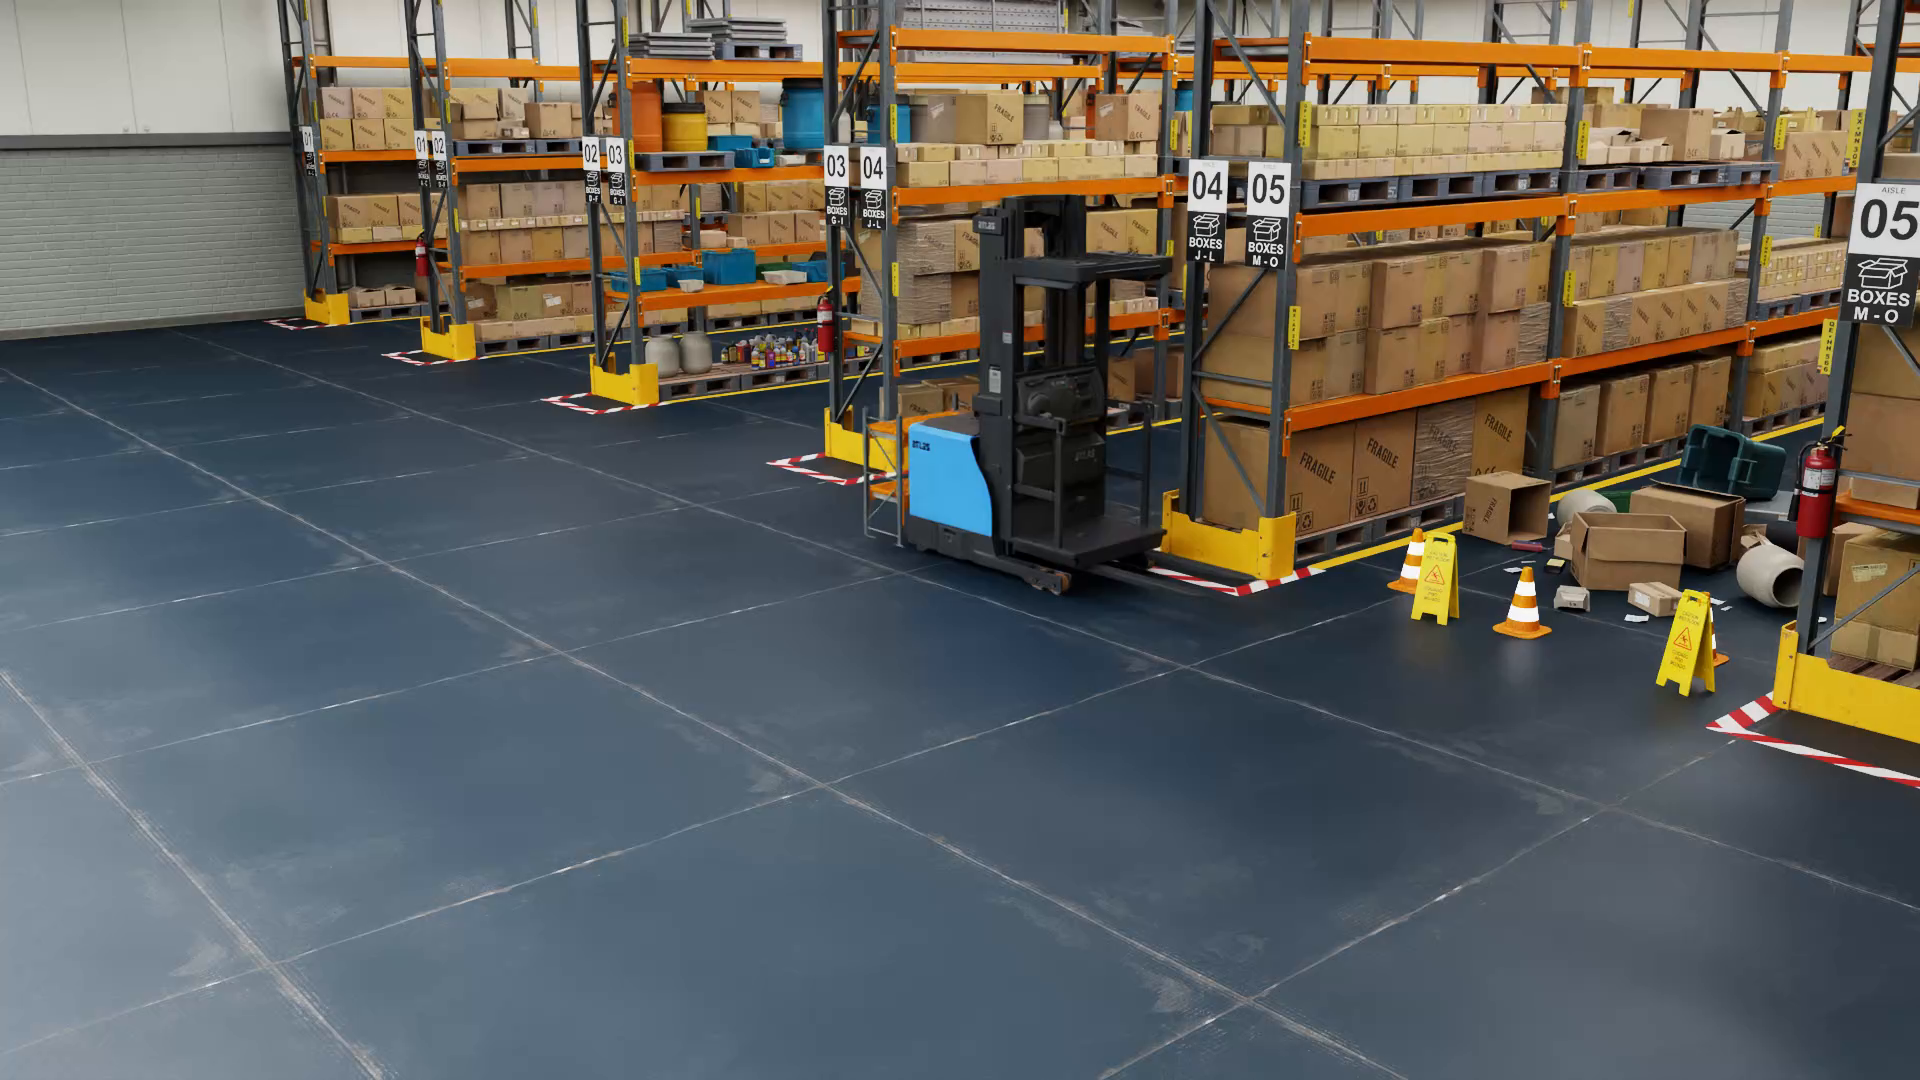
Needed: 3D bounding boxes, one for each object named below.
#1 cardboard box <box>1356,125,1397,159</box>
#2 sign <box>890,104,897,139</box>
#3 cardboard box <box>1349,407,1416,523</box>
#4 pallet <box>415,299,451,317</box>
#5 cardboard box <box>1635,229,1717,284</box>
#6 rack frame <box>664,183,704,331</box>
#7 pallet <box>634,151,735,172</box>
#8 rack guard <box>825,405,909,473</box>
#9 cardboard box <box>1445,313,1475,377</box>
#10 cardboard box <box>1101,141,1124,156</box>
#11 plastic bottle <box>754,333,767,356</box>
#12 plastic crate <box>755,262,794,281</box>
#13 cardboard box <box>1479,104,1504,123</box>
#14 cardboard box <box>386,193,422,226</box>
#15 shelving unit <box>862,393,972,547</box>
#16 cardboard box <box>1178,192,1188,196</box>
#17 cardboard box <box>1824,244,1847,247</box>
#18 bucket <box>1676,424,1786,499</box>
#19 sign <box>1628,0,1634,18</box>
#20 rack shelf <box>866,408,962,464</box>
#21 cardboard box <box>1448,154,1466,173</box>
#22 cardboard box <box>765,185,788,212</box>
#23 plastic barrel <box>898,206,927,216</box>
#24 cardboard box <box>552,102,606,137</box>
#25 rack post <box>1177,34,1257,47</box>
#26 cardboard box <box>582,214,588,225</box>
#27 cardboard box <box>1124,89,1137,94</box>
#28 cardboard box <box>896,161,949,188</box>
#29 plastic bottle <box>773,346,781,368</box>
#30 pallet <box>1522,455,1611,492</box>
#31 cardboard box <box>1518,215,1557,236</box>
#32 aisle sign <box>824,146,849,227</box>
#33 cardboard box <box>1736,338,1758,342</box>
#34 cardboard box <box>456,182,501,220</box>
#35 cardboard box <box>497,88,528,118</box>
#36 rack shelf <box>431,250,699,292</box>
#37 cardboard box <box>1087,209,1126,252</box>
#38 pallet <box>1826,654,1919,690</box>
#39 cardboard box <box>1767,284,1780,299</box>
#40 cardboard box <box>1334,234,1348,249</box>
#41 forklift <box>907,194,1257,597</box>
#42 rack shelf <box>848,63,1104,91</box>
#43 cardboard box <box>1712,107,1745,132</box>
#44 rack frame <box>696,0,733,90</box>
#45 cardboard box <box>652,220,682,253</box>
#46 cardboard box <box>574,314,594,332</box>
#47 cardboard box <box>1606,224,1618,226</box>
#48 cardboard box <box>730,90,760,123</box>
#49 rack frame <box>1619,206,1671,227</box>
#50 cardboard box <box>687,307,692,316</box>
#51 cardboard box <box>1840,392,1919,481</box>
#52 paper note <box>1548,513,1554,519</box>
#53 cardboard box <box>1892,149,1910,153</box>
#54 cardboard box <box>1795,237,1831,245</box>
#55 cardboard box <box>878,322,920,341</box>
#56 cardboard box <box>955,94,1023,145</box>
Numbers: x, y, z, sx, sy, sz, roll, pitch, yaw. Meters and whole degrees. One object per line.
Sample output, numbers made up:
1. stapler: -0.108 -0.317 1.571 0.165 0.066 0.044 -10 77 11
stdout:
1. cardboard box: 3.099 -3.159 13.159 0.500 0.250 0.500 -13 20 -40
2. sign: -0.639 -4.018 15.974 0.005 0.325 0.100 -13 19 -39
3. cardboard box: 3.315 -0.723 14.448 0.875 0.875 0.875 -13 20 -40
4. pallet: -9.137 -4.147 29.367 1.213 0.211 1.003 -13 19 -39
5. cardboard box: 7.494 -2.996 17.523 0.500 0.500 0.700 -13 20 -40
6. rack frame: -4.478 -4.859 26.628 0.127 3.000 1.000 -13 19 -39
7. pallet: -3.558 -4.696 20.570 1.213 0.211 1.003 -13 19 -39
8. rack guard: -0.938 -1.057 17.240 0.348 0.500 1.175 -13 19 -39
9. cardboard box: 4.047 -1.789 14.843 0.550 0.550 0.875 -13 19 -39
10. cardboard box: 1.573 -4.301 18.245 0.250 0.149 0.380 -14 20 -42
11. plastic bottle: -2.714 -2.635 22.584 0.185 0.351 0.144 -12 19 -37
12. plastic crate: -2.438 -3.617 22.388 0.662 0.188 0.450 -13 19 -39
13. cardboard box: 4.371 -3.616 14.095 0.250 0.149 0.380 -13 19 -39
14. cardboard box: -9.419 -5.635 28.333 0.500 0.500 0.500 -13 20 -41
15. shelving unit: -0.270 -0.622 14.398 1.048 1.125 0.538 -13 20 -40
16. cardboard box: 4.415 -6.811 33.744 0.500 0.500 0.500 -12 19 -38
17. cardboard box: 10.466 -3.432 19.805 0.250 0.149 0.380 -13 20 -40
18. bucket: 6.613 -0.628 14.187 0.620 0.611 0.726 5 12 -23
19. sign: 10.715 -8.498 26.510 0.005 0.325 0.100 -13 19 -39
20. rack shelf: -0.270 -0.905 14.323 1.000 0.278 0.538 -13 20 -40
21. cardboard box: 3.986 -3.143 13.873 0.250 0.149 0.380 -13 20 -40
22. cardboard box: -3.779 -6.821 33.166 0.500 0.500 0.500 -12 19 -38
23. plastic barrel: -0.739 -4.143 22.975 0.708 0.901 0.600 -13 19 -39
24. cardboard box: -5.803 -6.374 25.203 0.637 0.503 0.797 -10 18 -33
25. rack post: 4.150 -7.975 26.814 0.954 0.300 0.937 -13 20 -40
26. cardboard box: -5.700 -4.873 25.228 0.250 0.149 0.380 -12 19 -38
27. cardboard box: 3.020 -8.542 32.473 0.500 0.500 0.700 -13 19 -39
28. cardboard box: -0.462 -3.660 16.619 0.500 0.250 0.500 -12 19 -38
29. plastic bottle: -2.416 -2.415 21.915 0.097 0.271 0.097 0 15 0
30. pallet: 5.734 -0.745 16.631 1.213 0.211 1.003 -13 19 -39
31. cardboard box: 8.586 -4.750 24.481 0.500 0.500 0.500 -13 19 -39
32. aisle sign: -1.239 -3.556 16.713 0.004 0.787 0.394 -13 19 -39
33. cardboard box: 8.937 -2.237 19.389 0.500 0.250 0.500 -12 19 -39
34. cardboard box: -7.095 -4.942 24.232 0.500 0.500 0.700 -13 19 -39
35. cardboard box: -7.932 -7.675 29.190 0.500 0.500 0.500 14 20 42
36. rack shelf: -5.987 -4.173 25.453 4.000 0.370 1.077 -13 19 -39
37. cardboard box: 1.487 -3.390 18.422 0.500 0.500 0.500 -13 19 -39
38. pallet: 6.203 0.881 10.544 1.213 0.211 1.003 -13 19 -39
39. cardboard box: 8.892 -2.788 18.549 0.250 0.149 0.380 -11 19 -37
40. cardboard box: 4.659 -3.759 21.504 0.500 0.500 0.500 13 20 40
41. forklift: 0.929 -1.147 12.864 1.130 2.935 3.031 -13 20 -41
42. rack shelf: 0.280 -6.590 23.655 4.000 0.370 1.077 -13 19 -39
43. cardboard box: 8.354 -4.611 18.211 0.258 0.266 0.396 -13 19 -39
44. rack frame: -4.715 -9.399 31.999 0.127 3.000 1.000 -13 19 -39
45. cardboard box: -4.808 -4.831 26.330 0.500 0.500 0.700 -13 20 -41
46. cardboard box: -5.812 -3.357 25.520 0.500 0.250 0.500 -13 19 -39
47. cardboard box: 10.148 -4.916 26.555 0.500 0.250 0.500 -13 20 -40
48. cardboard box: -3.572 -6.999 26.850 0.500 0.500 0.500 -10 18 -34
49. rack frame: 11.075 -4.963 27.017 0.127 3.000 1.000 -13 19 -39
50. cardboard box: -4.355 -3.860 27.403 0.500 0.250 0.500 -13 20 -40
51. cardboard box: 5.739 -0.661 10.140 0.500 0.500 0.500 -13 20 -40
52. paper note: 5.289 -0.223 15.024 0.147 0.020 0.142 2 15 9
53. cardboard box: 11.759 -4.706 20.534 0.500 0.250 0.500 -11 19 -37
54. cardboard box: 10.638 -3.694 20.788 0.250 0.149 0.380 -11 19 -37
55. cardboard box: -0.624 -2.133 16.909 0.250 0.149 0.380 -13 19 -39
56. cardboard box: 0.302 -4.334 17.111 0.500 0.500 0.500 -13 20 -40
